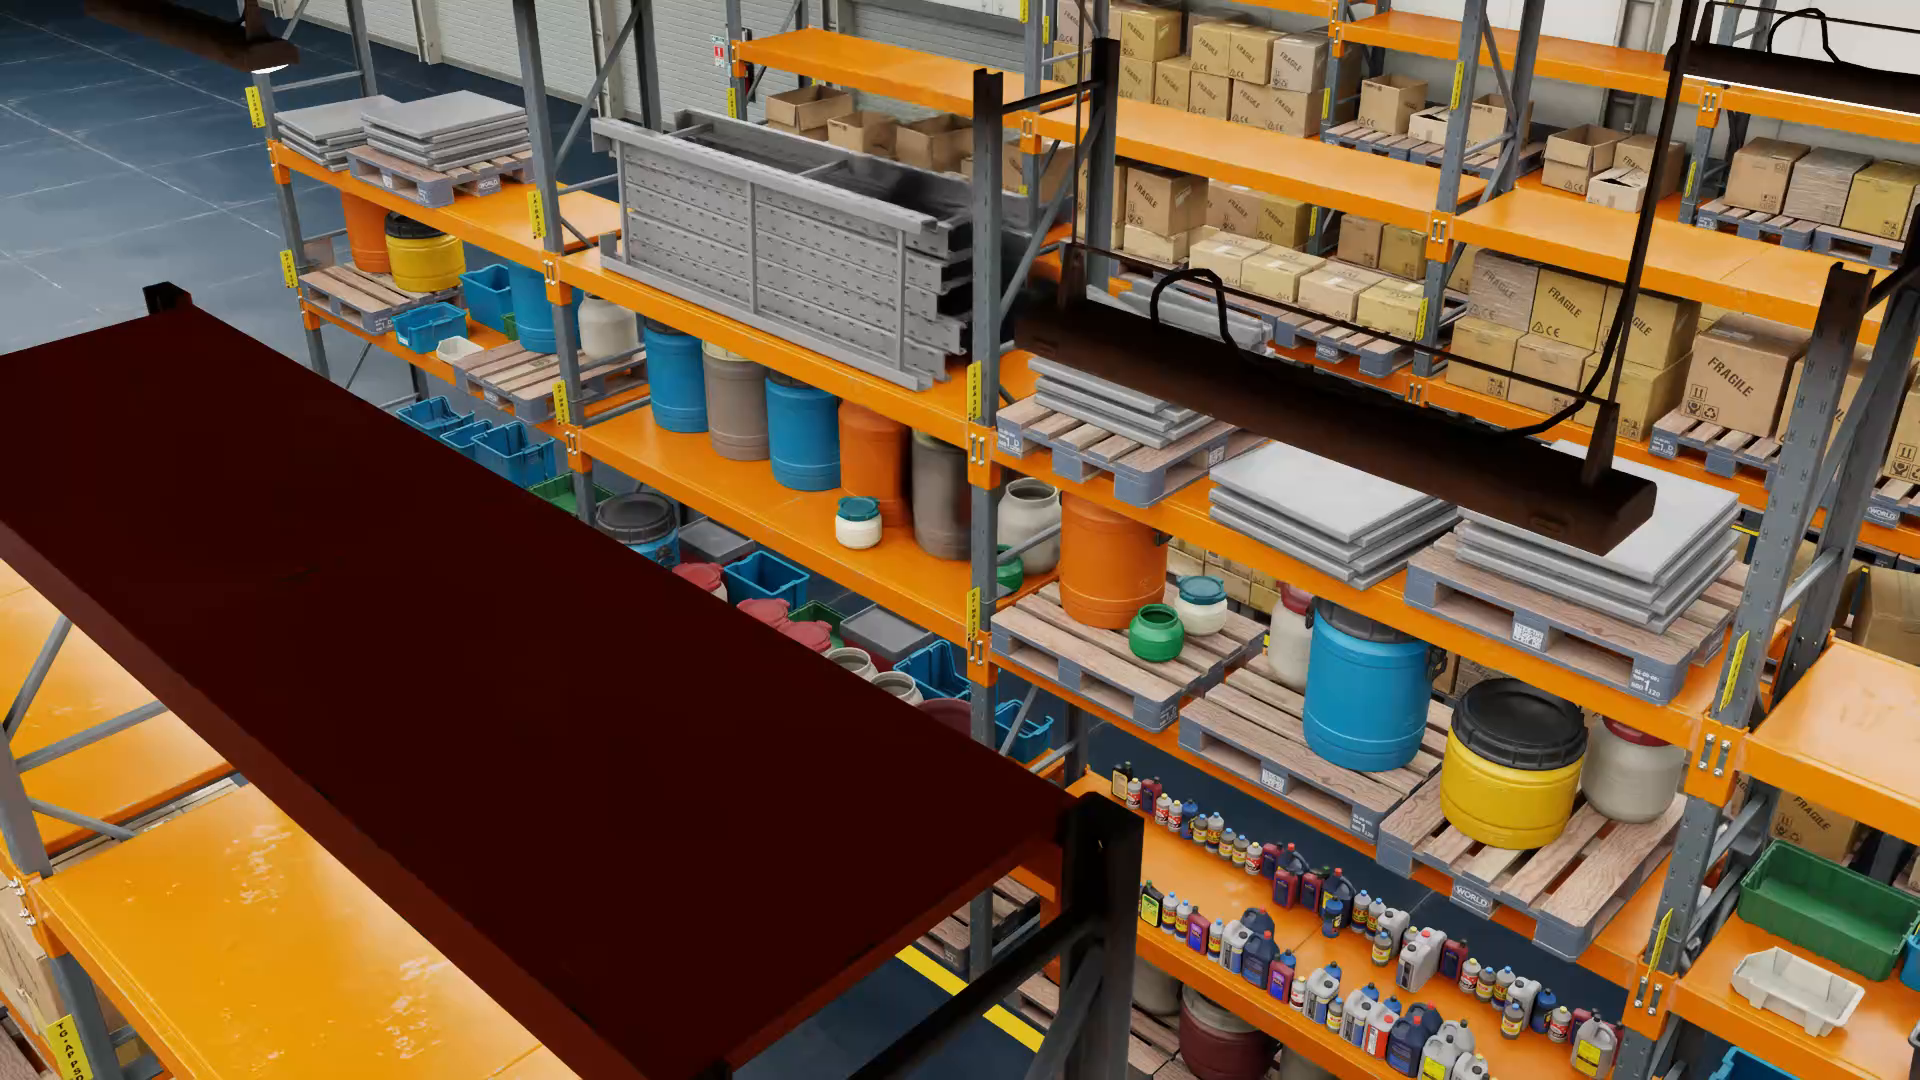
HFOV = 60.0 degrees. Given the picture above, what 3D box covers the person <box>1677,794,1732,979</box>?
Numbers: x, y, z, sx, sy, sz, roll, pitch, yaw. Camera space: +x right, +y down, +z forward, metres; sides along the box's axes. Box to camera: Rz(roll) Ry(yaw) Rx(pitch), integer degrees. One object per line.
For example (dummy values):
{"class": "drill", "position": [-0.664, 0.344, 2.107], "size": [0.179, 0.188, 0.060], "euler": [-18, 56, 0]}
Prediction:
{"class": "person", "position": [4.590, 2.224, 10.622], "size": [0.576, 1.645, 0.600], "euler": [15, 33, 25]}
